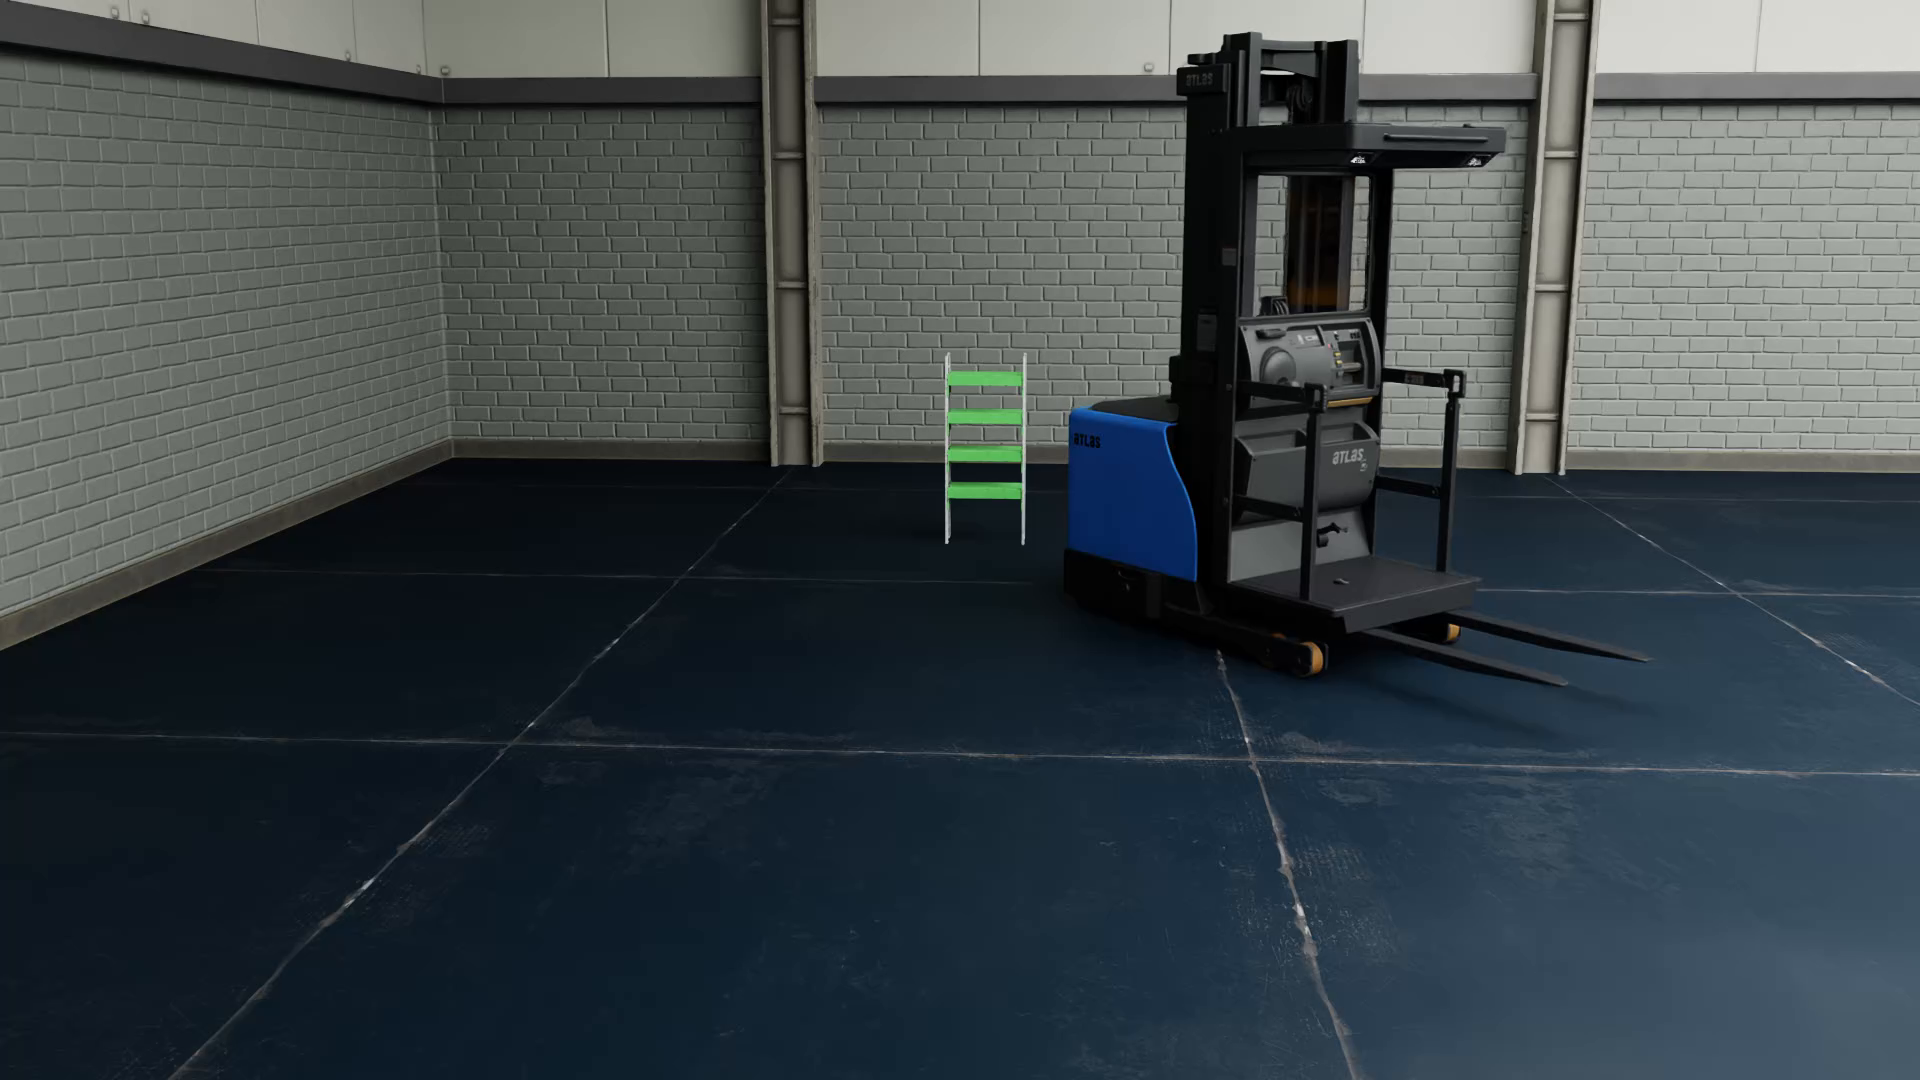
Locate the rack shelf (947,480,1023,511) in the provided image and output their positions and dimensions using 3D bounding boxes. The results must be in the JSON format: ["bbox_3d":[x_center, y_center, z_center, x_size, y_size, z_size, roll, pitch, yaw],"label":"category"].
[{"bbox_3d":[0.165,-0.288,10.697,0.480,0.148,0.258,1,12,4],"label":"rack shelf"}]

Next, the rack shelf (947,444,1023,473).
[{"bbox_3d":[0.165,-0.522,10.647,0.480,0.148,0.258,1,12,4],"label":"rack shelf"}]

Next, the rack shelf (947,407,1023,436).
[{"bbox_3d":[0.165,-0.757,10.598,0.480,0.148,0.258,1,12,4],"label":"rack shelf"}]

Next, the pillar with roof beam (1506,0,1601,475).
[{"bbox_3d":[4.349,-4.079,8.287,0.400,9.000,9.100,1,12,4],"label":"pillar with roof beam"}]

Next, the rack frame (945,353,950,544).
[{"bbox_3d":[-0.078,-0.588,10.650,0.015,1.200,0.240,1,12,4],"label":"rack frame"}]

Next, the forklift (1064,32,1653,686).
[{"bbox_3d":[1.844,-0.910,7.962,1.130,2.935,3.031,-9,15,-35],"label":"forklift"}]

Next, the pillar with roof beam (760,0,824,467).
[{"bbox_3d":[-1.637,-4.161,8.680,0.400,9.000,9.100,1,12,4],"label":"pillar with roof beam"}]

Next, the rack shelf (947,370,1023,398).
[{"bbox_3d":[0.165,-0.992,10.549,0.480,0.148,0.258,1,12,4],"label":"rack shelf"}]

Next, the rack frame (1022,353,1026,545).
[{"bbox_3d":[0.409,-0.582,10.618,0.015,1.200,0.240,1,12,4],"label":"rack frame"}]

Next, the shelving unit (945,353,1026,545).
[{"bbox_3d":[0.165,-0.585,10.634,0.503,1.200,0.258,1,12,4],"label":"shelving unit"}]
